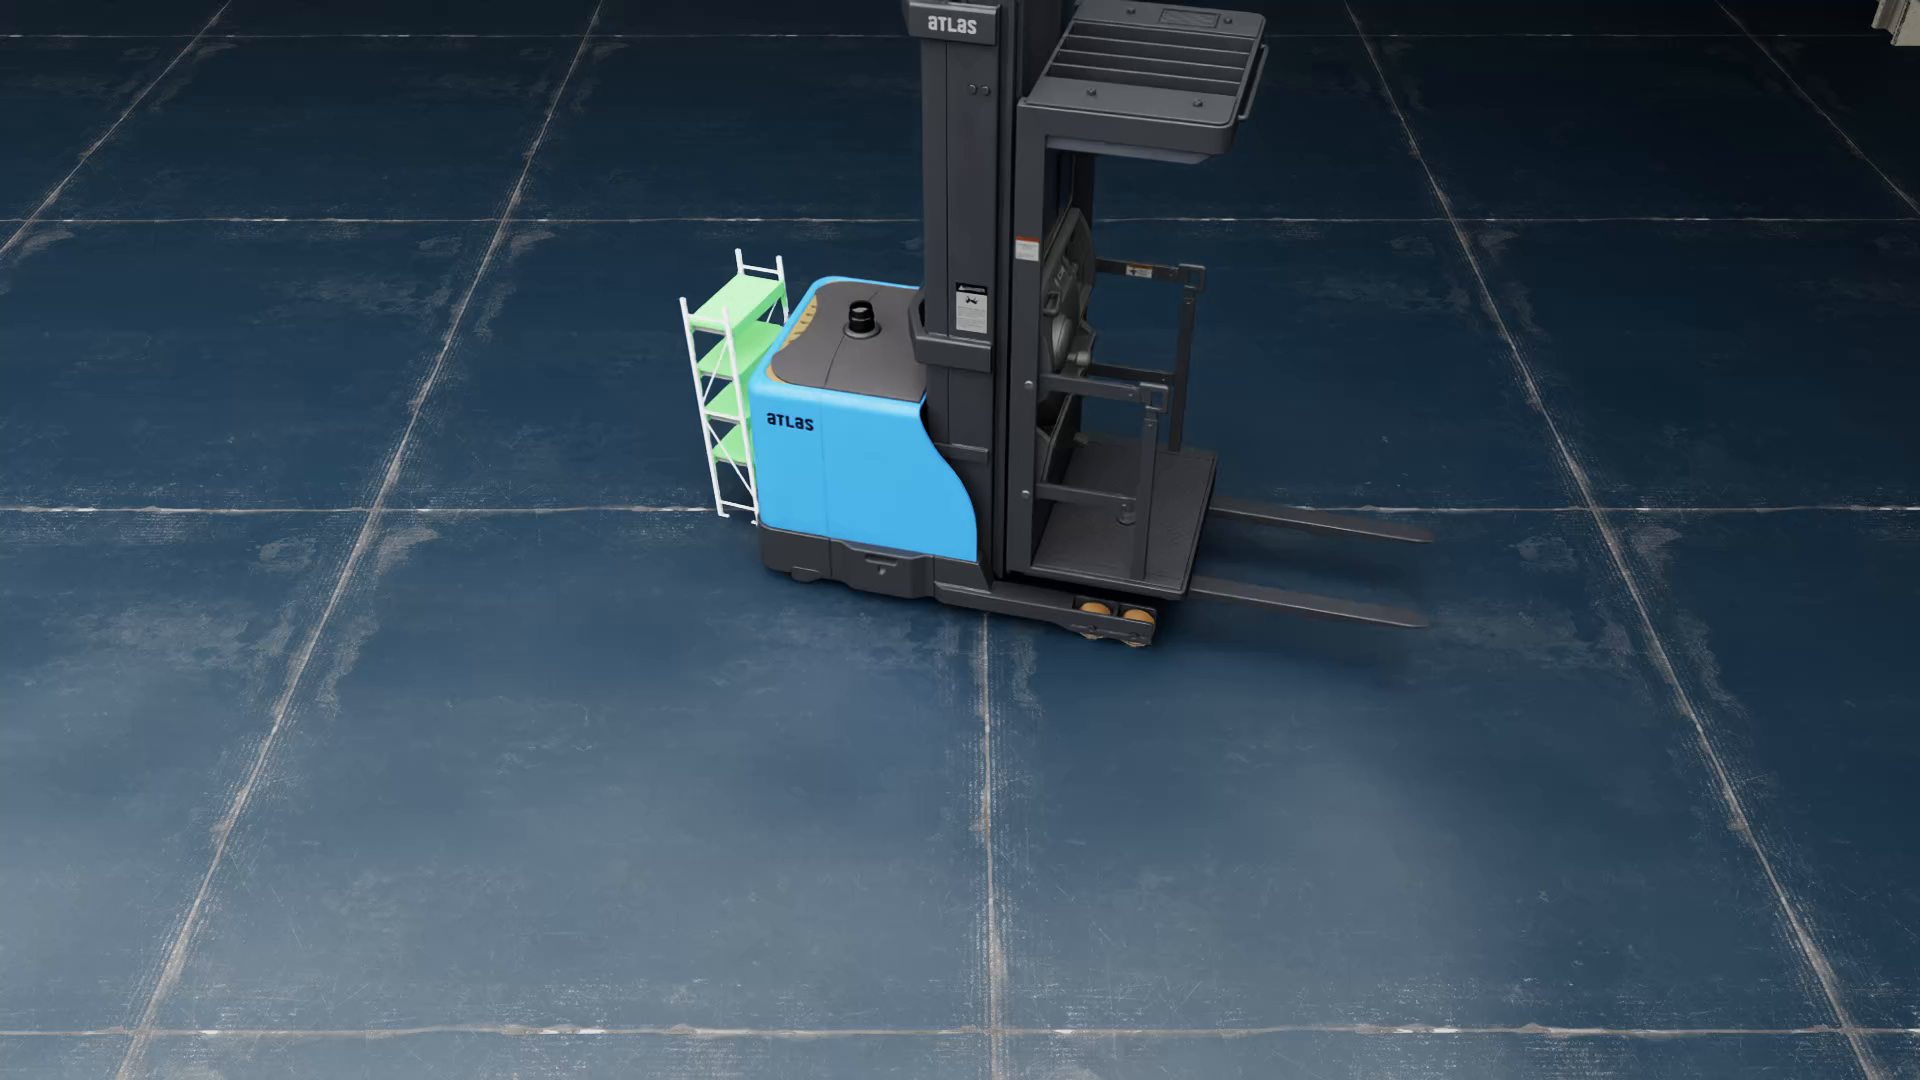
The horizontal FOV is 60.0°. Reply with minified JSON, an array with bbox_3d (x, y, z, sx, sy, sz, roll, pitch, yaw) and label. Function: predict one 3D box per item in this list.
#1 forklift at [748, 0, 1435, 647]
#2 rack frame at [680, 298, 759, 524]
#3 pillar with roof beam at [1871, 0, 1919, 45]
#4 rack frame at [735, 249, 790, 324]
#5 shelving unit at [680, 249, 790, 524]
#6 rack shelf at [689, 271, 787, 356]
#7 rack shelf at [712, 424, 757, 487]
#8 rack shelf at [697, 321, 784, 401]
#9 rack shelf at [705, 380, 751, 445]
[{"bbox_3d":[0.642,-1.039,6.948,3.031,2.935,1.130,9,40,12],"label":"forklift"},{"bbox_3d":[-1.104,-0.577,7.744,0.240,1.200,0.015,13,40,21],"label":"rack frame"},{"bbox_3d":[2.985,-7.415,10.053,9.100,9.000,0.400,0,39,0],"label":"pillar with roof beam"},{"bbox_3d":[-0.904,-0.856,8.091,0.240,1.200,0.015,13,40,21],"label":"rack frame"},{"bbox_3d":[-1.004,-0.716,7.918,0.258,1.200,0.503,13,40,21],"label":"shelving unit"},{"bbox_3d":[-1.027,-1.047,7.666,0.258,0.148,0.480,13,40,21],"label":"rack shelf"},{"bbox_3d":[-0.987,-0.475,8.101,0.258,0.148,0.480,13,40,21],"label":"rack shelf"},{"bbox_3d":[-1.014,-0.856,7.811,0.258,0.148,0.480,13,40,21],"label":"rack shelf"},{"bbox_3d":[-1.001,-0.666,7.956,0.258,0.148,0.480,13,40,21],"label":"rack shelf"}]
